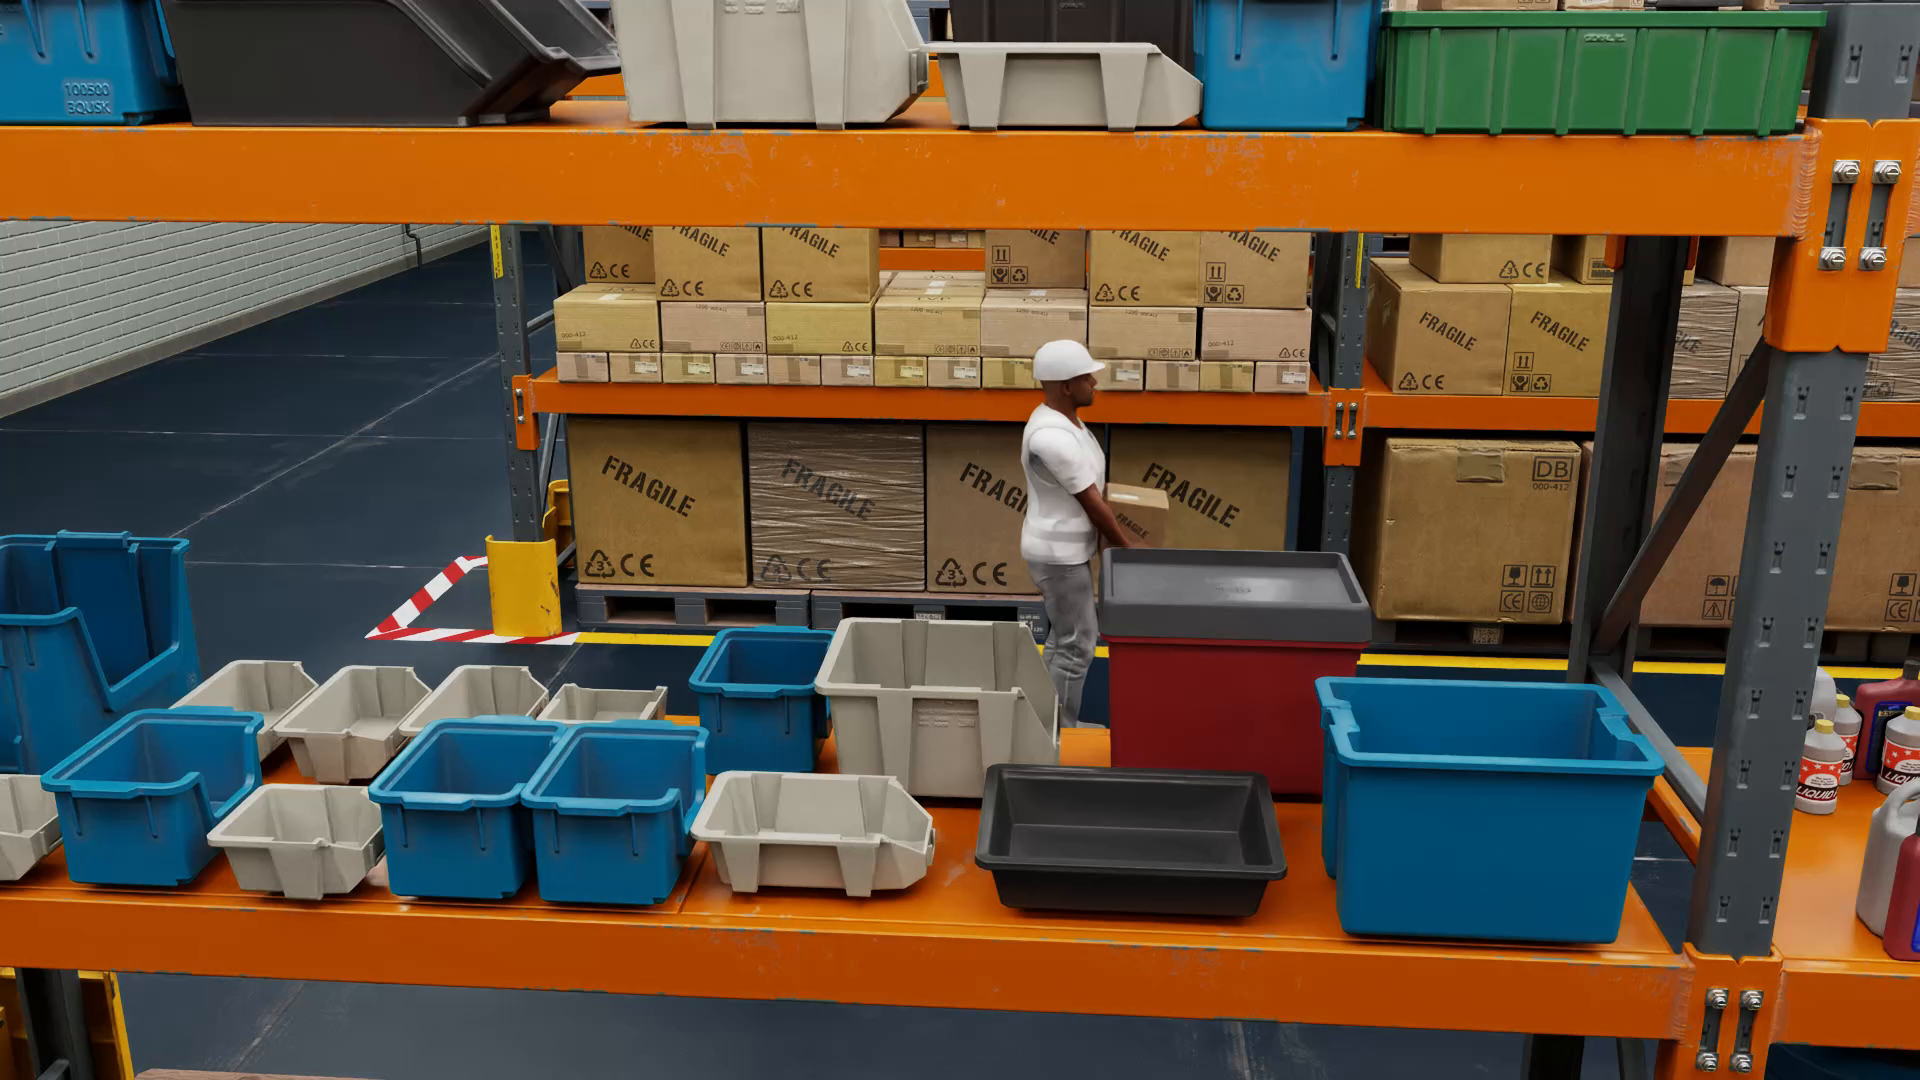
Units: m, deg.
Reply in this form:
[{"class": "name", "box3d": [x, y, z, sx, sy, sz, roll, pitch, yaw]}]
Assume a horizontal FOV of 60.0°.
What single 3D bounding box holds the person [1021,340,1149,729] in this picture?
[{"class": "person", "box3d": [0.527, 0.054, 6.838, 0.557, 1.763, 0.505, 1, 17, 4]}]
